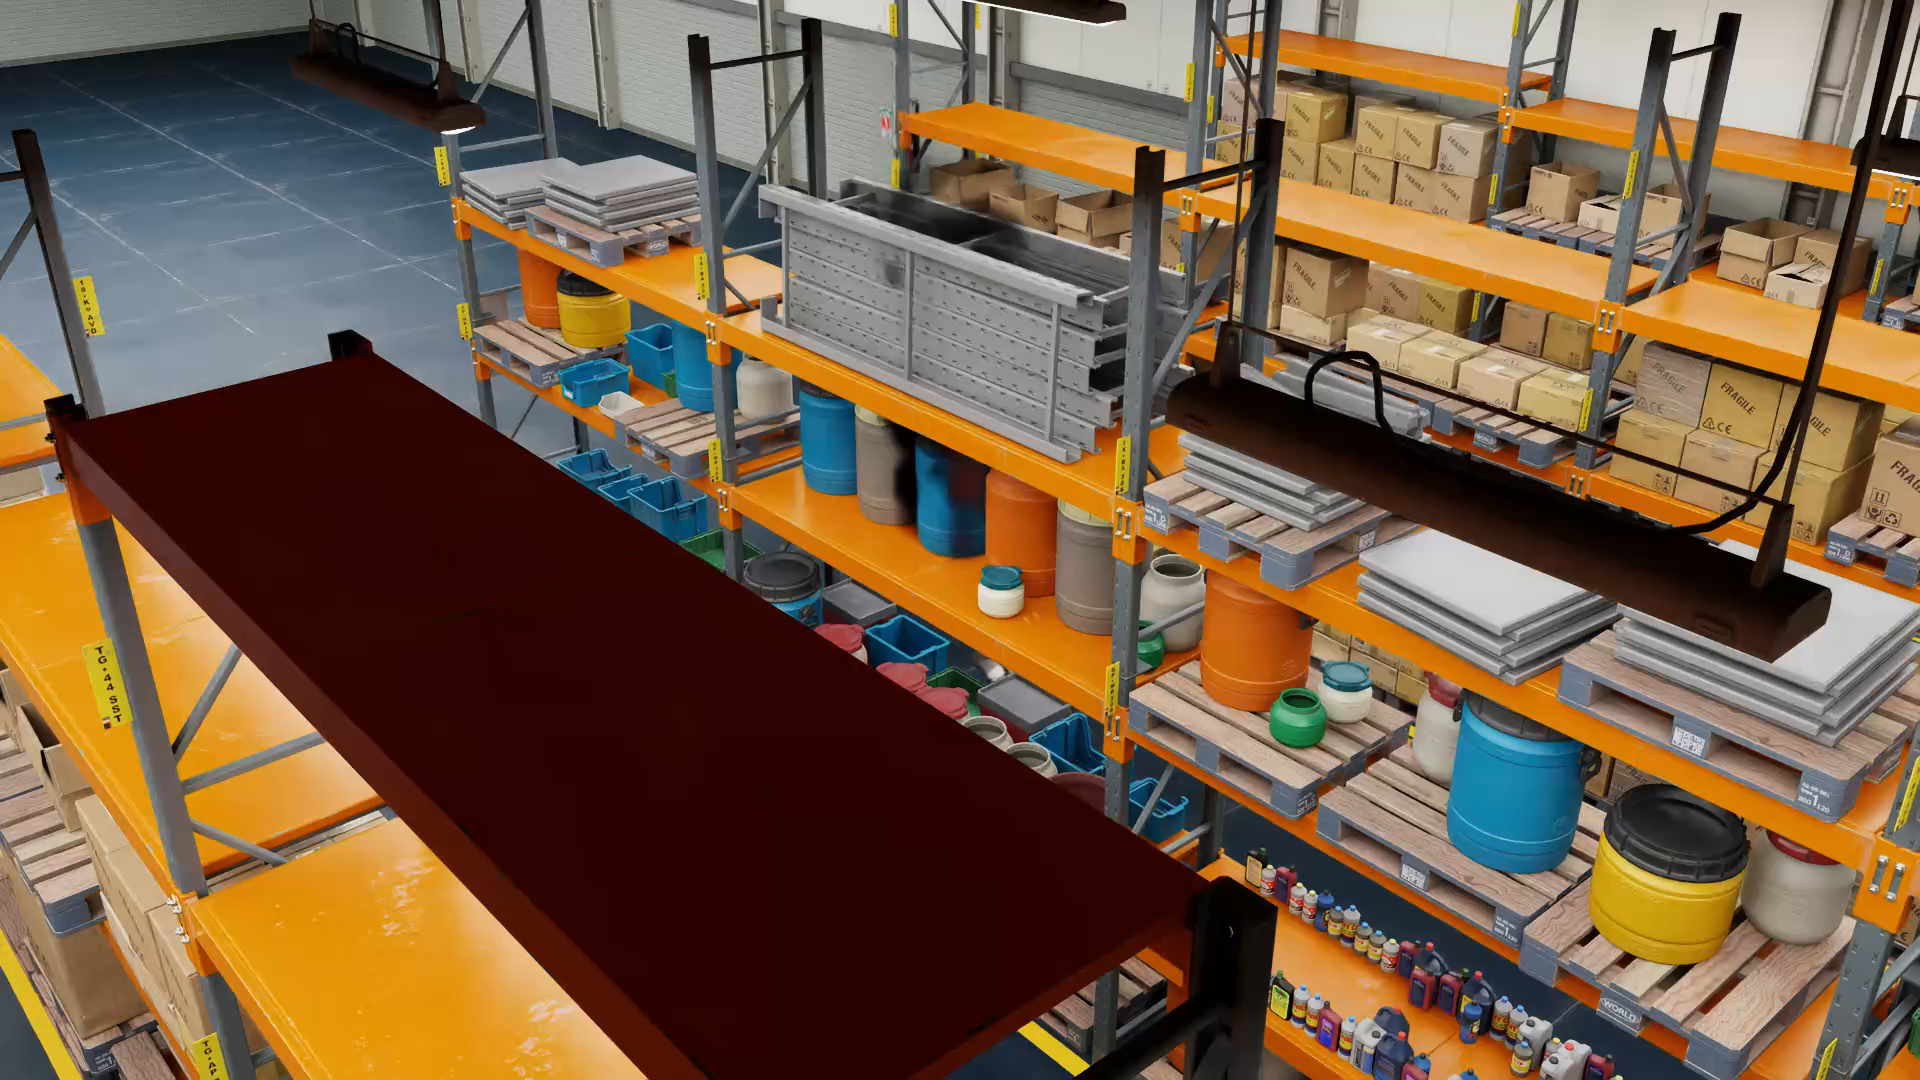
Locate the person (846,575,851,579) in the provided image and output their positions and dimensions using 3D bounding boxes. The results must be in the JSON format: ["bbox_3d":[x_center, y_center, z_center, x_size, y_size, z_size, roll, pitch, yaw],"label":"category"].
[{"bbox_3d":[-0.962,0.010,15.792,0.721,1.715,0.612,23,35,38],"label":"person"}]

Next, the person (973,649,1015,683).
[{"bbox_3d":[0.401,0.750,14.161,0.673,1.739,0.592,-23,35,-37],"label":"person"}]
